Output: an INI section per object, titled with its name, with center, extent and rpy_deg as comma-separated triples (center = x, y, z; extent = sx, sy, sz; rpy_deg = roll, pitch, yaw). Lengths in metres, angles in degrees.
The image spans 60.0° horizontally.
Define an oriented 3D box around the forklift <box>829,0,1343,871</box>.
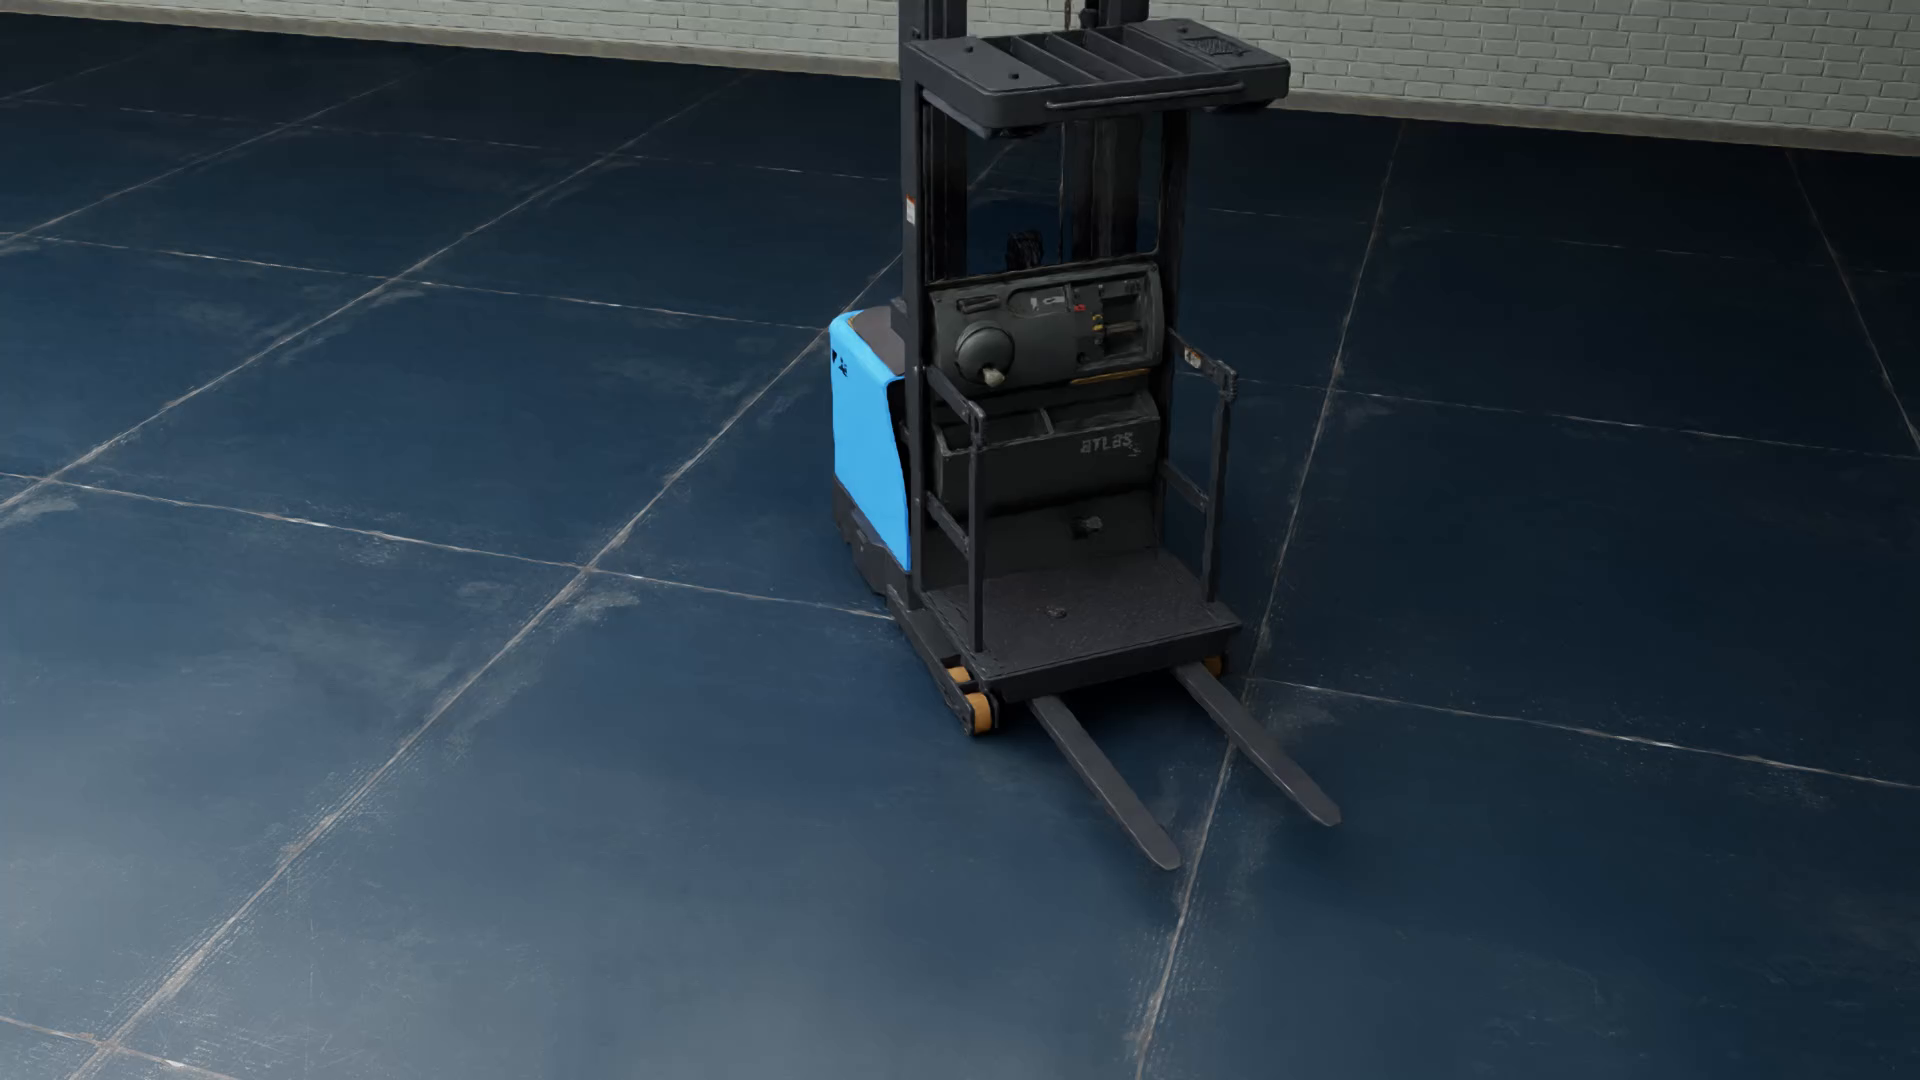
[forklift]
center = 0.422, -0.762, 6.105
extent = 1.130, 2.935, 3.031
rpy_deg = -11, 31, -19
